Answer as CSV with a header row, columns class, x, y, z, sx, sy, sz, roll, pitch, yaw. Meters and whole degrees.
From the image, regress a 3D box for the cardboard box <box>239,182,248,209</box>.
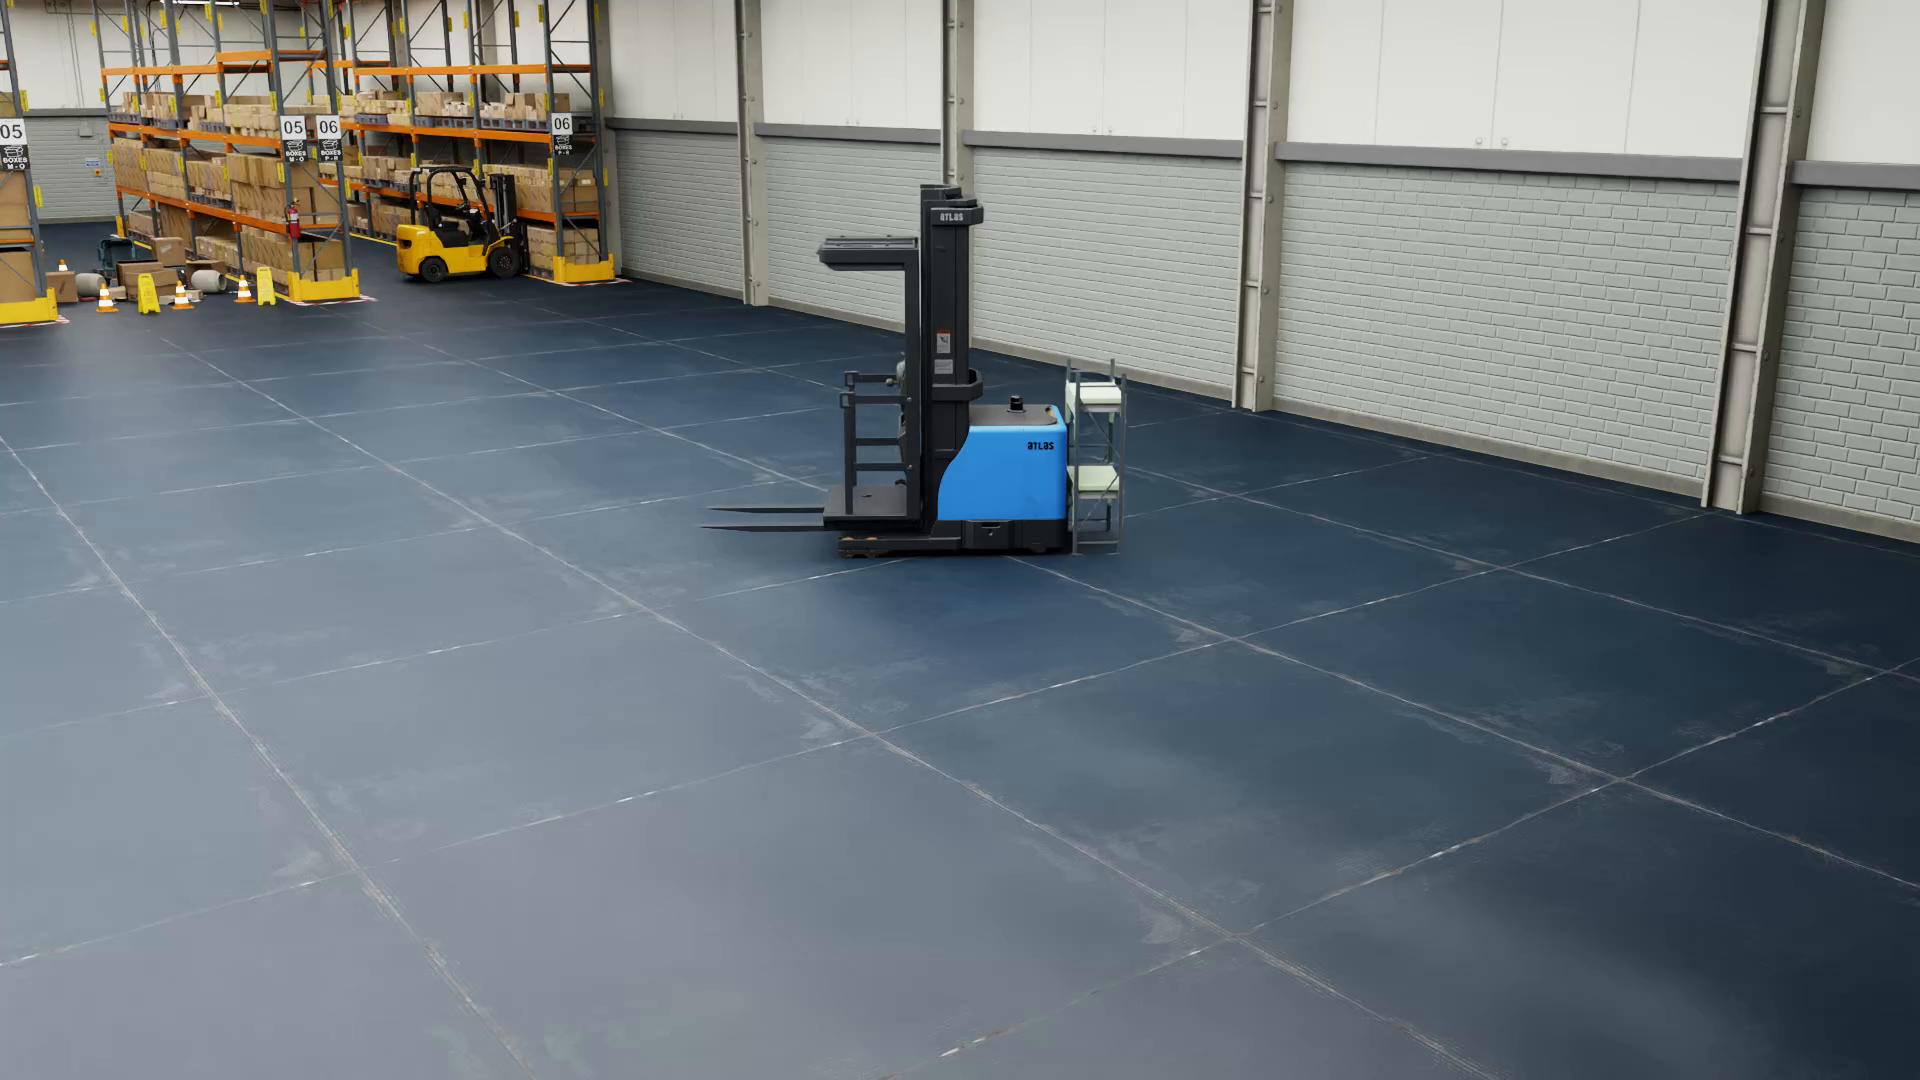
class,x,y,z,sx,sy,sz,roll,pitch,yaw
cardboard box,-13.433,-6.610,31.794,0.500,0.500,0.500,-11,19,-35

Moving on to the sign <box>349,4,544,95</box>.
class,x,y,z,sx,sy,sz,roll,pitch,yaw
sign,-12.112,-10.913,37.947,1.198,1.889,15.970,-11,19,-35

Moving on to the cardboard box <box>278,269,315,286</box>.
class,x,y,z,sx,sy,sz,roll,pitch,yaw
cardboard box,-12.135,-4.818,30.410,0.500,0.250,0.500,-11,19,-35

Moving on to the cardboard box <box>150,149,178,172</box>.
class,x,y,z,sx,sy,sz,roll,pitch,yaw
cardboard box,-18.136,-8.655,37.935,0.500,0.500,0.500,-11,19,-35

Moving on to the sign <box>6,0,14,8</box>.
class,x,y,z,sx,sy,sz,roll,pitch,yaw
sign,-14.920,-8.521,26.093,0.100,0.325,0.005,-11,19,-35

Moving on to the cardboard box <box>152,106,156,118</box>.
class,x,y,z,sx,sy,sz,roll,pitch,yaw
cardboard box,-17.693,-9.508,36.910,0.396,0.266,0.258,-9,18,-30

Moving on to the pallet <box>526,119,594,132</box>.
class,x,y,z,sx,sy,sz,roll,pitch,yaw
pallet,-7.810,-8.136,32.605,1.003,0.211,1.213,-11,19,-35

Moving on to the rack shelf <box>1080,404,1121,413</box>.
class,x,y,z,sx,sy,sz,roll,pitch,yaw
rack shelf,1.110,-1.145,13.670,0.332,0.071,0.664,-1,15,-2

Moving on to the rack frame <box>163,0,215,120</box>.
class,x,y,z,sx,sy,sz,roll,pitch,yaw
rack frame,-16.132,-10.407,35.055,1.000,3.000,0.127,-11,19,-35

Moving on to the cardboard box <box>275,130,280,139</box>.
class,x,y,z,sx,sy,sz,roll,pitch,yaw
cardboard box,-11.864,-7.164,29.362,0.380,0.149,0.250,-11,19,-34

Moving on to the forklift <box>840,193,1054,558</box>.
class,x,y,z,sx,sy,sz,roll,pitch,yaw
forklift,-12.331,-8.376,27.610,25.333,9.011,32.329,0,15,-2

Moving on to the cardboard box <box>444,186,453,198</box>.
class,x,y,z,sx,sy,sz,roll,pitch,yaw
cardboard box,-11.152,-7.752,37.001,0.500,0.250,0.500,-10,18,-33

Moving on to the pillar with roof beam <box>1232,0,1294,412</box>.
class,x,y,z,sx,sy,sz,roll,pitch,yaw
pillar with roof beam,0.006,-5.247,16.201,9.100,9.000,0.400,-11,19,-35

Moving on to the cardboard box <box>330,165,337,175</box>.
class,x,y,z,sx,sy,sz,roll,pitch,yaw
cardboard box,-16.177,-9.710,43.593,0.500,0.250,0.500,-11,19,-36

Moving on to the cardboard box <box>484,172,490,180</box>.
class,x,y,z,sx,sy,sz,roll,pitch,yaw
cardboard box,-9.792,-7.683,35.047,0.380,0.149,0.250,-11,19,-35

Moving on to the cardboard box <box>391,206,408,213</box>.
class,x,y,z,sx,sy,sz,roll,pitch,yaw
cardboard box,-13.657,-8.062,40.560,0.380,0.149,0.250,-10,18,-33

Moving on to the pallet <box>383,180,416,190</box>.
class,x,y,z,sx,sy,sz,roll,pitch,yaw
pallet,-13.266,-8.607,40.205,1.059,0.211,1.259,-10,18,-32

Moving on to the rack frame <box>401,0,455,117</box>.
class,x,y,z,sx,sy,sz,roll,pitch,yaw
rack frame,-12.119,-11.179,37.873,1.000,3.000,0.127,-11,19,-35

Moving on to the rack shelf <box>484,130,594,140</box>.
class,x,y,z,sx,sy,sz,roll,pitch,yaw
rack shelf,-8.591,-8.198,33.657,0.919,0.124,3.809,-11,19,-35

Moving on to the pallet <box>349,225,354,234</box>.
class,x,y,z,sx,sy,sz,roll,pitch,yaw
pallet,-15.595,-8.202,43.642,1.003,0.211,1.213,-11,19,-35

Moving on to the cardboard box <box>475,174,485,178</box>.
class,x,y,z,sx,sy,sz,roll,pitch,yaw
cardboard box,-10.148,-7.830,35.586,0.380,0.149,0.250,-10,18,-33

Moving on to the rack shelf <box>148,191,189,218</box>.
class,x,y,z,sx,sy,sz,roll,pitch,yaw
rack shelf,-17.308,-7.594,37.502,1.077,0.370,4.000,-11,19,-35

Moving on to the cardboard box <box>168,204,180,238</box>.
class,x,y,z,sx,sy,sz,roll,pitch,yaw
cardboard box,-17.517,-7.234,38.054,0.875,0.875,0.875,-10,18,-33

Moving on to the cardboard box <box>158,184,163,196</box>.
class,x,y,z,sx,sy,sz,roll,pitch,yaw
cardboard box,-17.845,-7.938,37.682,0.500,0.250,0.500,-11,19,-35

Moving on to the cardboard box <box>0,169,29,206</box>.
class,x,y,z,sx,sy,sz,roll,pitch,yaw
cardboard box,-15.559,-5.694,26.868,0.875,0.550,0.550,-11,19,-35

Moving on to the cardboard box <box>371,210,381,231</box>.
class,x,y,z,sx,sy,sz,roll,pitch,yaw
cardboard box,-14.369,-7.998,41.555,0.500,0.500,0.500,-10,18,-32

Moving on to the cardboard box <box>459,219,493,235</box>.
class,x,y,z,sx,sy,sz,roll,pitch,yaw
cardboard box,-24.823,-6.578,31.444,29.907,3.100,9.798,-11,19,-36

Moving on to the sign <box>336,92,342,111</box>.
class,x,y,z,sx,sy,sz,roll,pitch,yaw
sign,-10.989,-7.758,29.402,0.100,0.325,0.005,-11,19,-35

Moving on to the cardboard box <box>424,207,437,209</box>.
class,x,y,z,sx,sy,sz,roll,pitch,yaw
cardboard box,-12.797,-7.977,40.249,0.380,0.149,0.250,-11,19,-36

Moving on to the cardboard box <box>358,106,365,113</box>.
class,x,y,z,sx,sy,sz,roll,pitch,yaw
cardboard box,-14.493,-10.529,40.674,0.380,0.149,0.250,-11,19,-34

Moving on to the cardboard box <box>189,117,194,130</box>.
class,x,y,z,sx,sy,sz,roll,pitch,yaw
cardboard box,-15.934,-8.748,34.927,0.396,0.266,0.258,-11,19,-35

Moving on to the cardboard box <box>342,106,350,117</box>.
class,x,y,z,sx,sy,sz,roll,pitch,yaw
cardboard box,-15.271,-10.831,42.004,0.500,0.250,0.500,-12,19,-36

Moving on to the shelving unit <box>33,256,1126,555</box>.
class,x,y,z,sx,sy,sz,roll,pitch,yaw
shelving unit,-9.355,-4.051,26.034,20.373,1.500,26.924,-1,15,-2

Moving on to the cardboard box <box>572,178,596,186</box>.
class,x,y,z,sx,sy,sz,roll,pitch,yaw
cardboard box,-10.967,-7.257,33.359,5.235,0.500,5.626,-11,19,-36

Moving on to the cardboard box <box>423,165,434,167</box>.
class,x,y,z,sx,sy,sz,roll,pitch,yaw
cardboard box,-12.012,-8.476,37.943,0.380,0.149,0.250,-10,18,-33

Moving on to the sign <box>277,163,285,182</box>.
class,x,y,z,sx,sy,sz,roll,pitch,yaw
sign,-11.889,-6.434,29.111,0.100,0.325,0.005,-11,19,-35

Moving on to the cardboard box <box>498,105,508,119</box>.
class,x,y,z,sx,sy,sz,roll,pitch,yaw
cardboard box,-9.140,-8.700,33.767,0.396,0.266,0.258,-11,19,-36

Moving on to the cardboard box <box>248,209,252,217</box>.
class,x,y,z,sx,sy,sz,roll,pitch,yaw
cardboard box,-13.366,-6.265,31.761,0.380,0.149,0.250,-10,18,-33

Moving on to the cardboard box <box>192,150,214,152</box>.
class,x,y,z,sx,sy,sz,roll,pitch,yaw
cardboard box,-16.815,-8.405,37.019,0.500,0.500,0.500,-10,18,-33

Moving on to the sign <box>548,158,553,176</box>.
class,x,y,z,sx,sy,sz,roll,pitch,yaw
sign,-7.862,-7.168,31.942,0.100,0.325,0.005,-11,19,-35

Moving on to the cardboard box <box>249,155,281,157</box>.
class,x,y,z,sx,sy,sz,roll,pitch,yaw
cardboard box,-1.261,-7.186,19.594,6.376,7.051,31.574,-11,19,-35

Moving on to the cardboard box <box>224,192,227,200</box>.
class,x,y,z,sx,sy,sz,roll,pitch,yaw
cardboard box,-14.447,-6.867,33.164,0.380,0.149,0.250,-12,19,-36

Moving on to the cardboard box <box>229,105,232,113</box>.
class,x,y,z,sx,sy,sz,roll,pitch,yaw
cardboard box,-13.682,-8.201,31.641,0.380,0.149,0.250,-10,18,-33

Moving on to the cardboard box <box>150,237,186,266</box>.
class,x,y,z,sx,sy,sz,roll,pitch,yaw
cardboard box,-15.202,-5.536,31.923,0.500,0.500,0.500,-11,19,-35

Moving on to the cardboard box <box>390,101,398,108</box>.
class,x,y,z,sx,sy,sz,roll,pitch,yaw
cardboard box,-13.173,-10.246,39.114,0.380,0.149,0.250,-11,19,-36

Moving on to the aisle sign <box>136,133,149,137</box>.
class,x,y,z,sx,sy,sz,roll,pitch,yaw
aisle sign,-20.627,-10.539,41.977,0.394,0.787,0.004,-11,19,-35

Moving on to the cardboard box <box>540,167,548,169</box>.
class,x,y,z,sx,sy,sz,roll,pitch,yaw
cardboard box,-8.326,-7.521,33.891,0.380,0.149,0.250,-11,19,-34

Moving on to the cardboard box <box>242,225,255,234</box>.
class,x,y,z,sx,sy,sz,roll,pitch,yaw
cardboard box,-13.627,-6.007,32.104,0.380,0.149,0.250,-11,19,-34
